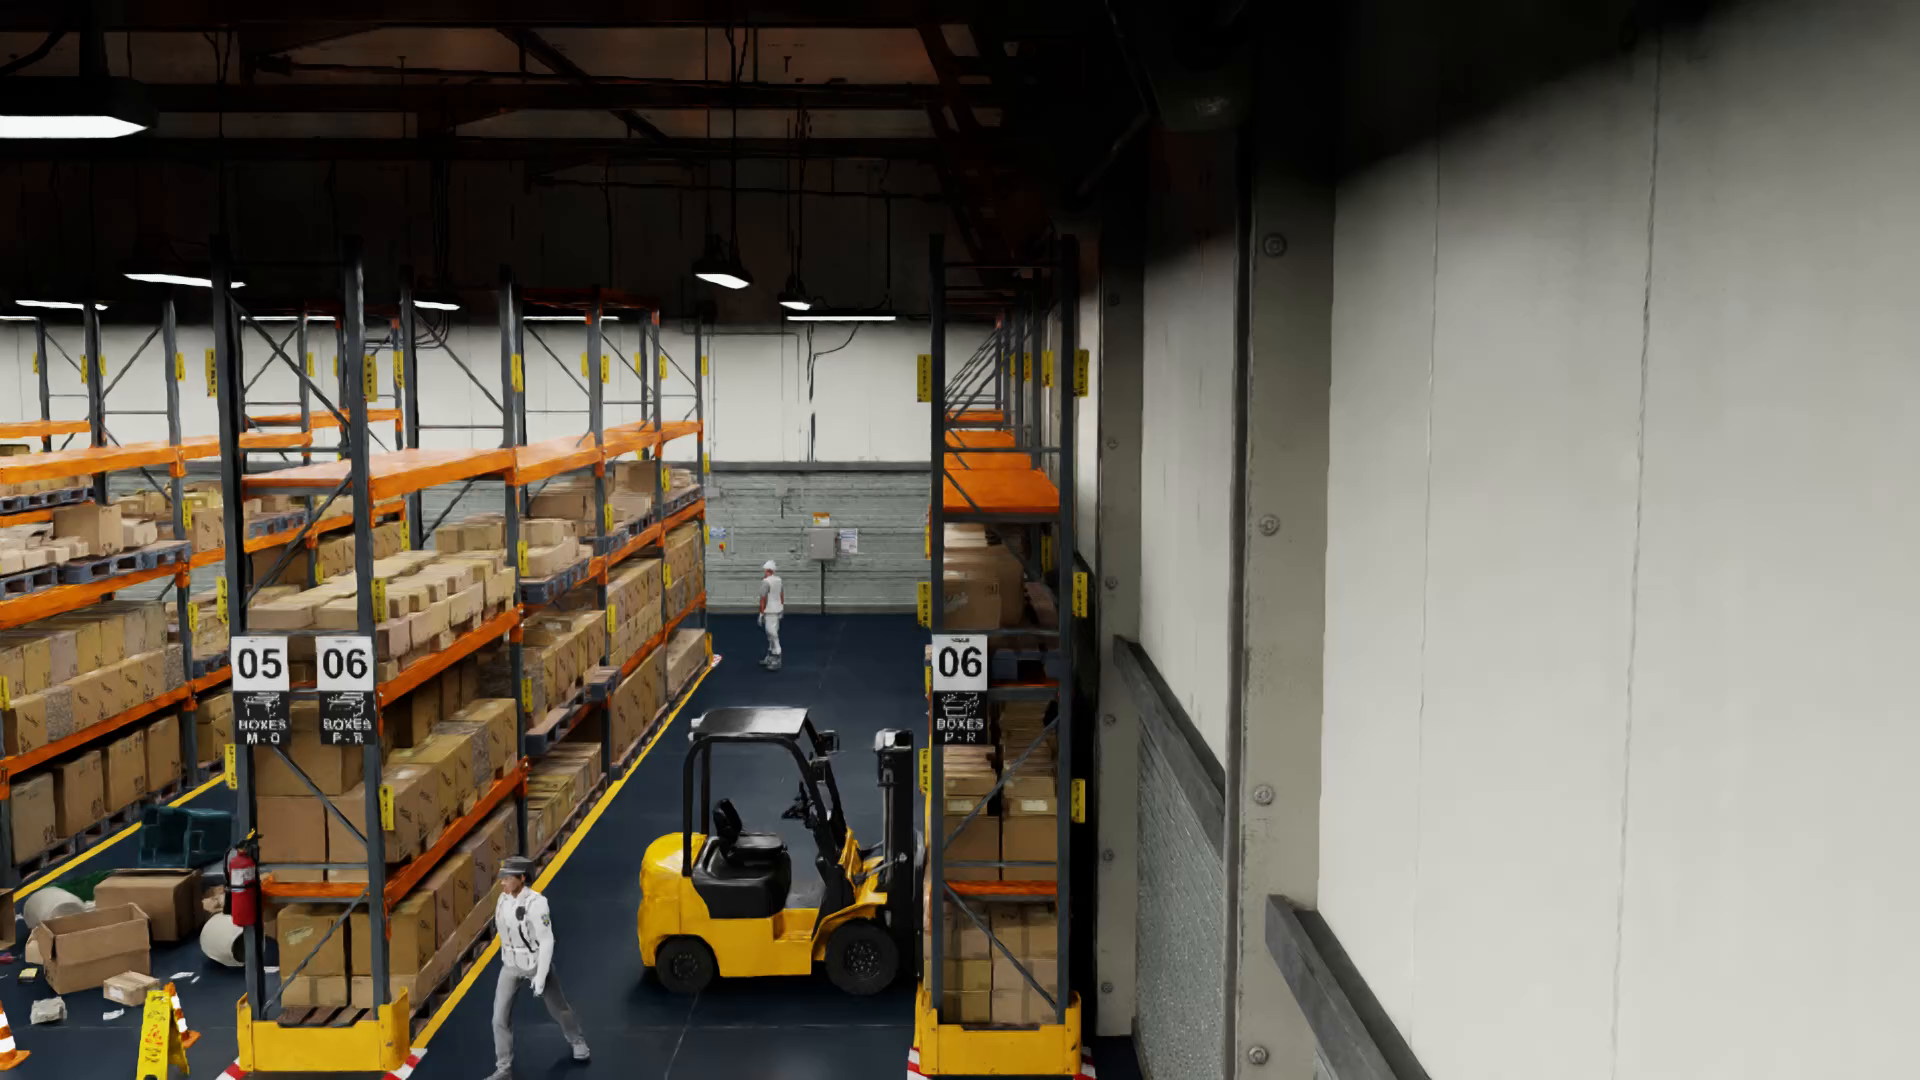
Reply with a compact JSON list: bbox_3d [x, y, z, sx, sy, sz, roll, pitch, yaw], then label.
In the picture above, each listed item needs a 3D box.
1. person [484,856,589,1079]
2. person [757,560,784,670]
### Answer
[{"bbox_3d":[-3.073,3.037,11.934,0.523,1.639,0.891,3,7,24],"label":"person"},{"bbox_3d":[-3.159,1.219,27.585,0.588,1.784,0.666,3,7,22],"label":"person"}]
